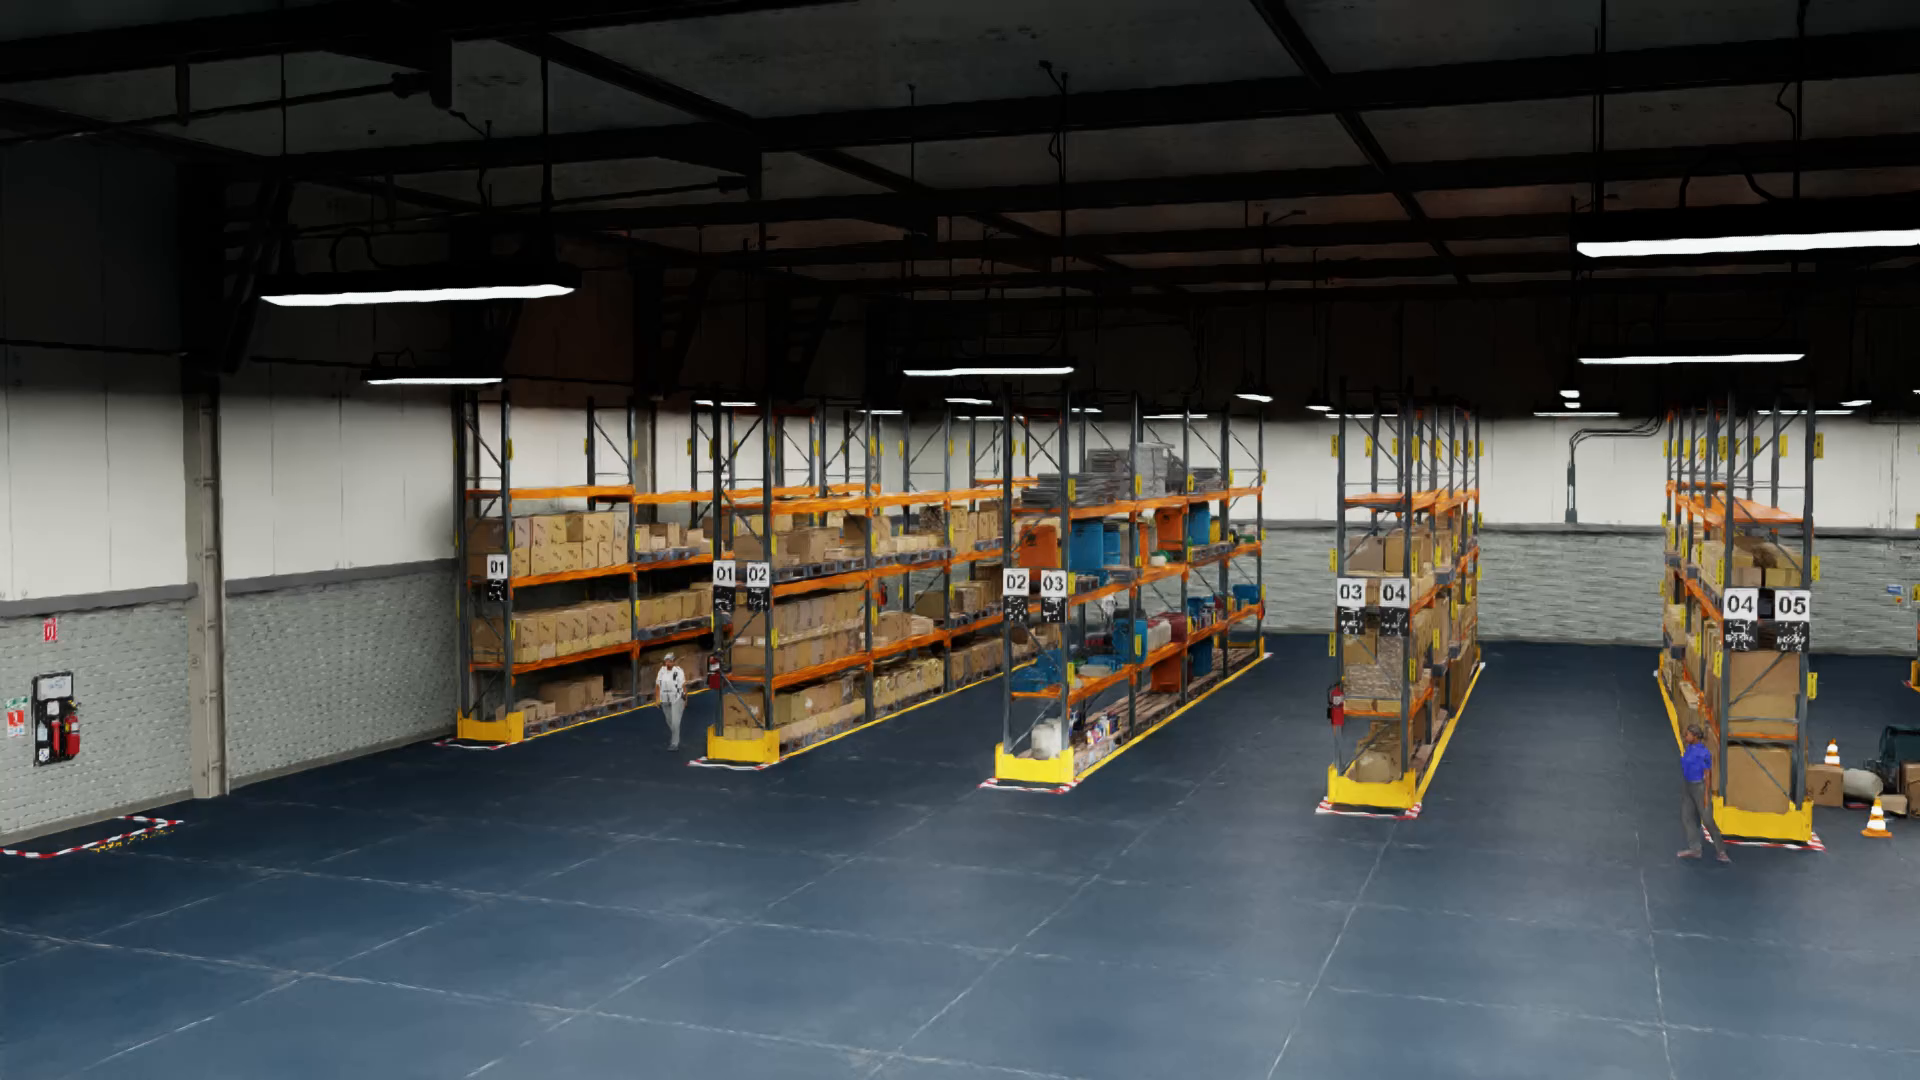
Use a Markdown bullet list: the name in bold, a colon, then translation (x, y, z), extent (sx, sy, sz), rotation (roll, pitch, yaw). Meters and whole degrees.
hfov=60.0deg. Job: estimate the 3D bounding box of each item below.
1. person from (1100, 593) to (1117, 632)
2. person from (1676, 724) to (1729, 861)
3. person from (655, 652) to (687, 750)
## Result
- **person**: translation (3.698, 1.866, 41.648), extent (0.446, 1.678, 0.560), rotation (3, 4, 43)
- **person**: translation (9.072, 3.069, 20.297), extent (0.529, 1.650, 0.571), rotation (0, 3, -7)
- **person**: translation (-4.817, 2.663, 27.710), extent (0.490, 1.597, 0.999), rotation (1, 3, 13)
